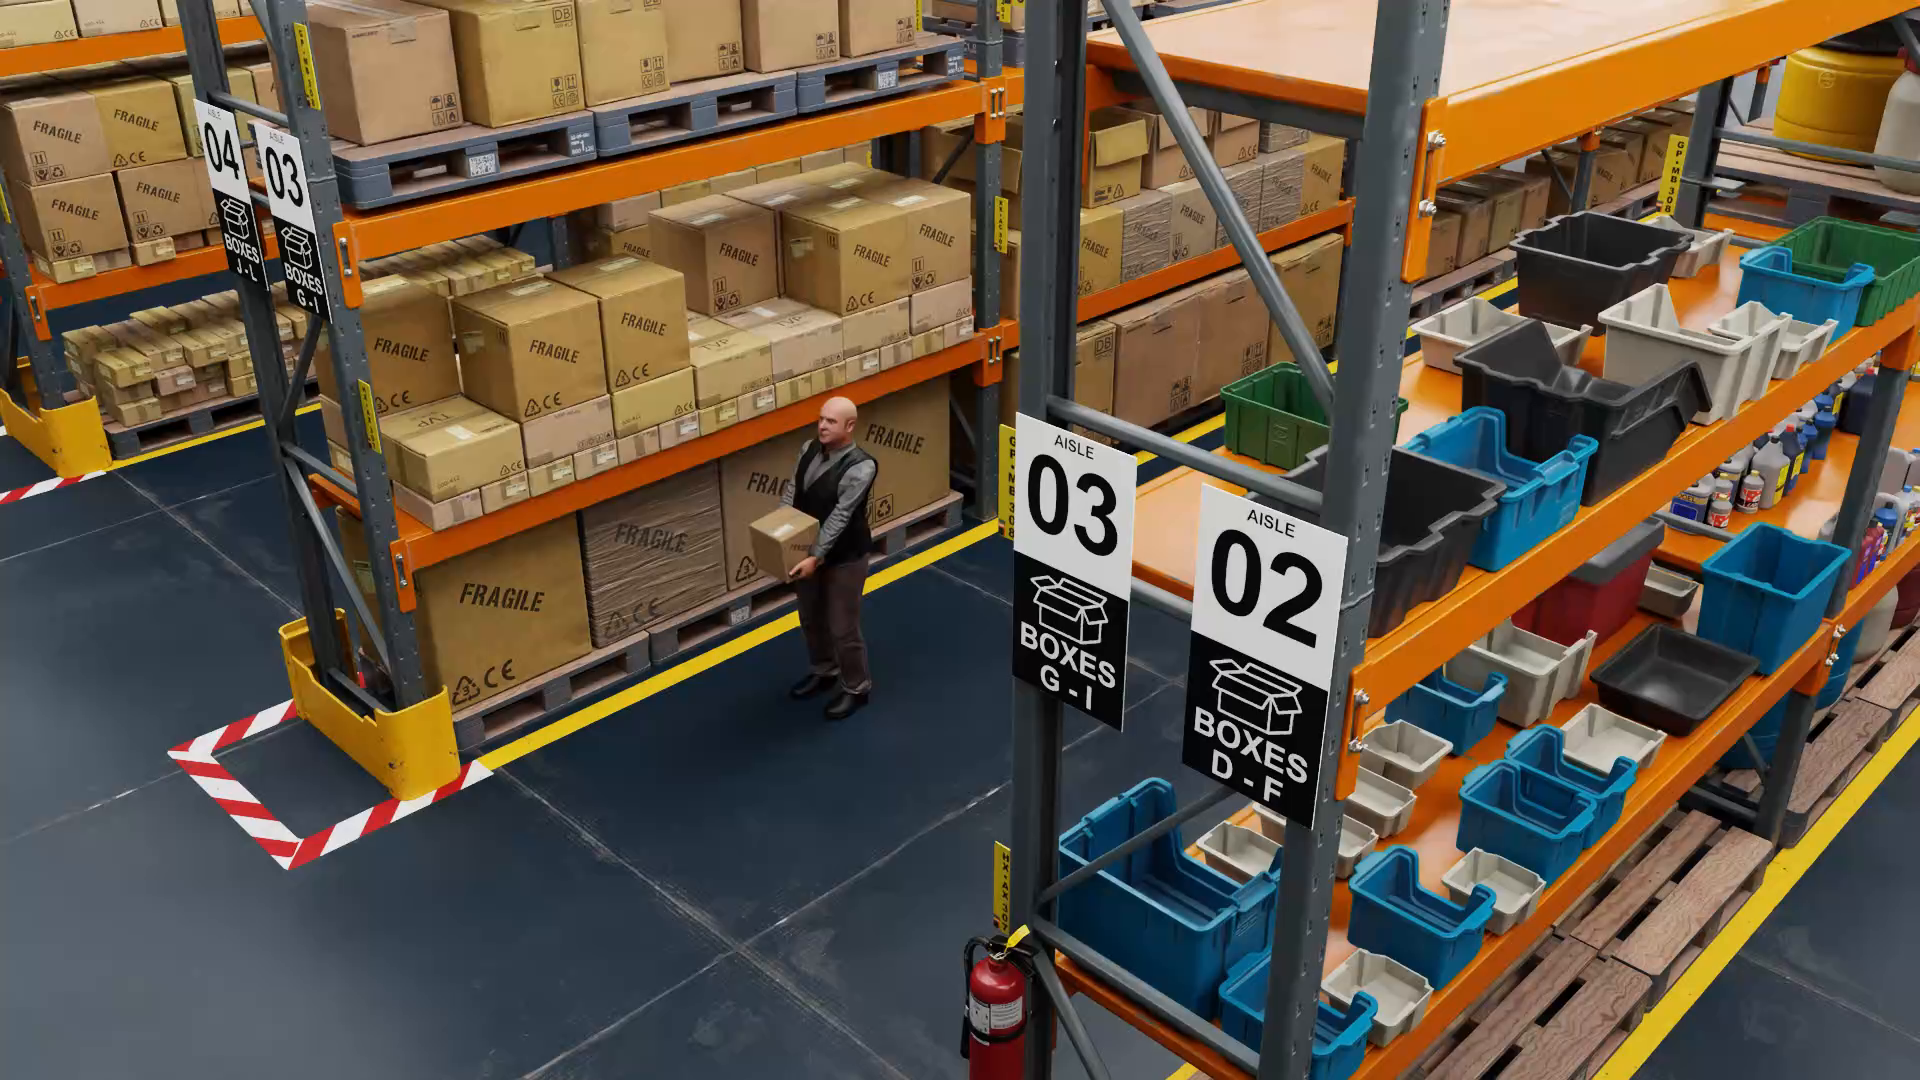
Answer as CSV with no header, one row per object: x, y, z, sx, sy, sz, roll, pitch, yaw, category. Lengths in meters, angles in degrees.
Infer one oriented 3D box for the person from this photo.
-0.637,0.073,8.502,0.561,1.724,0.418,23,36,37,person
